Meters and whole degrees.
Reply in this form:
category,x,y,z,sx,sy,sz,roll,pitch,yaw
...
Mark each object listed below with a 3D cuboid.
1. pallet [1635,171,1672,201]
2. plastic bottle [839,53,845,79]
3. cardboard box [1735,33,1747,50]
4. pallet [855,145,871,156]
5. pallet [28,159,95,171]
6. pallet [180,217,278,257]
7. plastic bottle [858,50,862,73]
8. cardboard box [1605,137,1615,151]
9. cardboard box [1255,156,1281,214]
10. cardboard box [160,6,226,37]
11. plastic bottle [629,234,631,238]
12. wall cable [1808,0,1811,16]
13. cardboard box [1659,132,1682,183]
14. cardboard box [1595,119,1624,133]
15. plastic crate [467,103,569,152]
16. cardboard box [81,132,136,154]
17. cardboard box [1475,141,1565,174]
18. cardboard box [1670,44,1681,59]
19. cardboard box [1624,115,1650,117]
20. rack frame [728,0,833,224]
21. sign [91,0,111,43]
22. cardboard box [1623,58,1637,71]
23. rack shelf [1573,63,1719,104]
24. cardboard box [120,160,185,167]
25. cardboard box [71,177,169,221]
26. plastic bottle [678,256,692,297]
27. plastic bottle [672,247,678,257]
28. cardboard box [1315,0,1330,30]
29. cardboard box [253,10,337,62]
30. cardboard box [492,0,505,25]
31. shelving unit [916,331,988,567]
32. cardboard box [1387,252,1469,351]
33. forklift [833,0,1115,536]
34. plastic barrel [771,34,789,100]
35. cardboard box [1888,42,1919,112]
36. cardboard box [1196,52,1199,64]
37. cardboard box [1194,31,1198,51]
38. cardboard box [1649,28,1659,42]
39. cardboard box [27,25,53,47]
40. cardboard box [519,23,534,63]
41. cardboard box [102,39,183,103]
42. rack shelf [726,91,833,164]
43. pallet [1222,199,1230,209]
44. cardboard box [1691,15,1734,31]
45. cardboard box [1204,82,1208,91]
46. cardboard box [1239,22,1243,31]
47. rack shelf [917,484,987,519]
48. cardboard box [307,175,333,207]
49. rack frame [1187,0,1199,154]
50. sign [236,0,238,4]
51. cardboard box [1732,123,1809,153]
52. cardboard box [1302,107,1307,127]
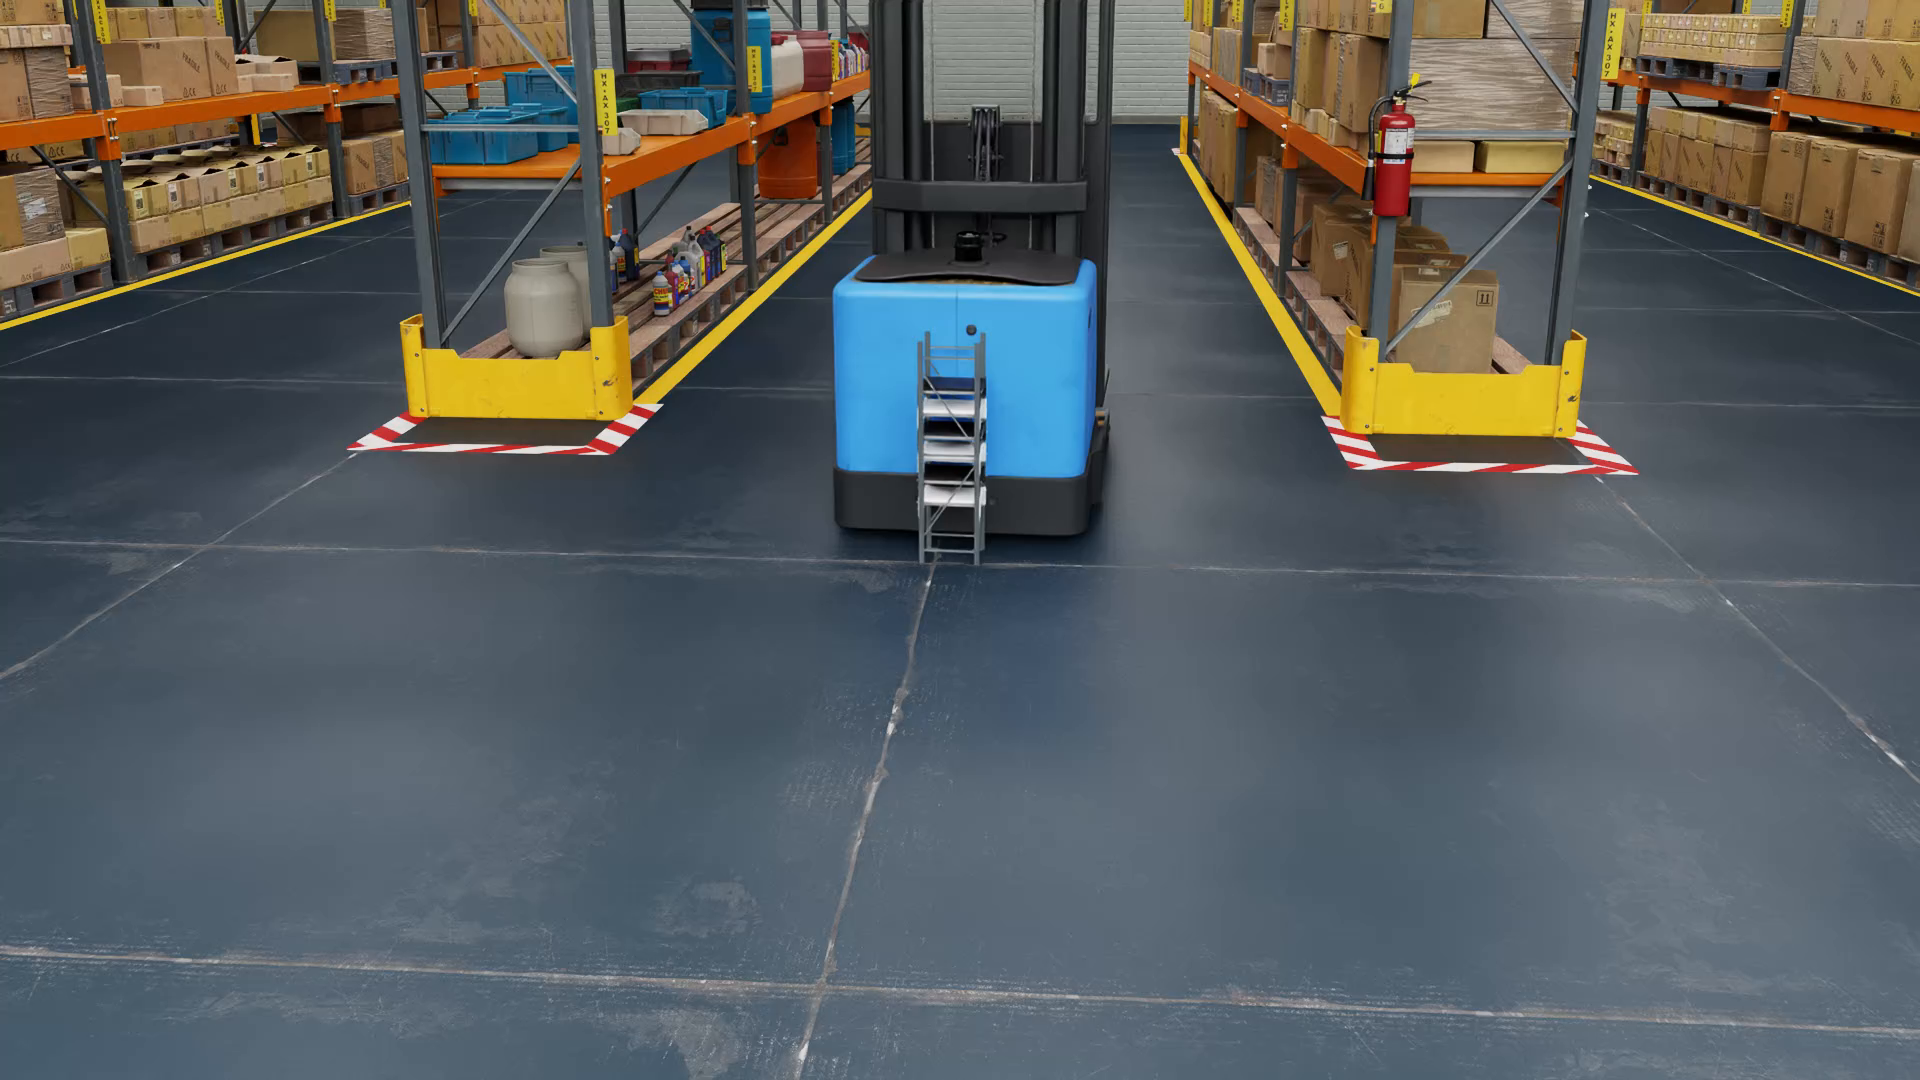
category,x,y,z,sx,sy,sz,roll,pitch,yaw
pallet,8.341,-4.011,18.825,1.003,0.211,1.213,1,18,4
plastic bottle,-1.319,-5.087,17.831,0.152,0.276,0.135,1,18,4
cardboard box,7.707,-4.804,16.018,0.380,0.149,0.250,2,18,6
pallet,-1.386,-5.115,22.194,1.003,0.211,1.213,1,18,4
pallet,-11.346,-4.485,20.273,1.003,0.211,1.213,1,18,4
pallet,-6.900,-2.742,14.953,1.003,0.211,1.213,1,18,4
plastic bottle,-1.217,-5.529,19.178,0.152,0.276,0.135,1,18,4
cardboard box,8.110,-4.837,20.294,0.380,0.149,0.250,1,18,2
cardboard box,3.141,-3.291,15.456,0.700,0.500,0.500,0,18,1
cardboard box,-11.106,-7.278,23.836,0.980,0.700,0.700,2,18,6
plastic bottle,-2.408,-2.072,12.085,0.061,0.283,0.133,1,18,4
wall cable,14.008,-8.991,27.862,0.585,1.953,0.123,1,18,4
cardboard box,8.042,-4.202,18.269,0.500,0.500,0.500,2,18,6
cardboard box,8.182,-5.229,21.011,0.380,0.149,0.250,1,18,2
plastic crate,-2.555,-2.397,9.659,0.499,0.251,0.408,1,18,4
cardboard box,-11.210,-5.294,21.601,0.700,0.500,0.500,2,18,5
cardboard box,2.853,-1.957,8.482,0.380,0.149,0.250,1,18,4
cardboard box,7.836,-5.225,17.782,0.380,0.149,0.250,0,18,1
cardboard box,8.884,-5.454,21.700,0.380,0.149,0.250,2,18,6
rack frame,-1.772,-4.588,16.109,1.000,3.000,0.127,1,18,4
sign,-6.445,-3.895,12.475,0.100,0.325,0.005,1,18,4
cardboard box,8.092,-5.635,19.707,0.380,0.149,0.250,1,18,2
rack shelf,8.539,-5.857,21.137,1.077,0.370,4.000,1,18,4
cardboard box,-7.147,-3.222,14.780,0.500,0.311,0.500,1,18,3
cardboard box,-6.721,-2.740,13.309,0.500,0.311,0.500,1,18,4
plastic bottle,-1.858,-1.773,11.192,0.097,0.271,0.097,0,18,0
plastic bottle,-1.958,-1.892,11.537,0.061,0.283,0.133,1,18,4
cardboard box,2.525,-3.455,10.406,0.500,0.500,0.500,1,18,4
cardboard box,-6.779,-5.145,16.974,0.700,0.500,0.500,-5,19,-15
cardboard box,-6.074,-6.765,20.987,0.500,0.500,0.500,1,18,2
shelving unit,-0.031,-0.357,6.568,0.258,0.900,0.210,2,18,7
cardboard box,2.665,-1.385,9.672,0.500,0.500,0.500,6,19,18
forklift,0.170,-1.825,7.785,1.130,2.935,3.031,2,18,7
plastic barrel,-1.687,-4.065,14.294,0.433,0.535,0.433,0,18,0
cardboard box,7.665,-3.623,13.002,0.500,0.500,0.500,1,18,4
cardboard box,3.279,-6.263,21.621,0.380,0.149,0.250,1,18,3
cardboard box,3.368,-6.572,21.926,0.500,0.250,0.500,1,18,2
cardboard box,7.892,-5.607,18.469,0.380,0.149,0.250,1,18,3
cardboard box,-6.824,-3.648,12.036,0.380,0.149,0.250,1,18,3
cardboard box,-6.010,-6.615,22.132,0.500,0.500,0.500,1,18,3
cardboard box,-6.890,-3.907,13.869,0.500,0.500,0.500,3,18,8
rack shelf,-1.915,-3.625,14.325,1.077,0.370,4.000,1,18,4
pallet,3.390,-3.774,18.101,1.003,0.211,1.213,1,18,4
cardboard box,7.801,-5.343,17.187,0.380,0.149,0.250,2,18,6
cardboard box,3.711,-5.669,22.145,0.875,0.875,0.875,1,18,4
cardboard box,3.328,-5.640,17.545,0.797,0.503,0.637,2,18,6
rack shelf,-0.031,-0.154,6.634,0.258,0.077,0.200,2,18,7
cardboard box,-6.506,-3.424,16.297,0.500,0.250,0.500,2,18,5
rack frame,3.742,-6.963,23.354,1.000,3.000,0.127,1,18,4
sign,-10.539,-7.941,24.099,0.100,0.325,0.005,1,18,4
cardboard box,7.896,-3.922,16.211,0.500,0.250,0.500,1,18,3
cardboard box,2.545,-2.901,11.361,0.380,0.149,0.250,1,18,4
